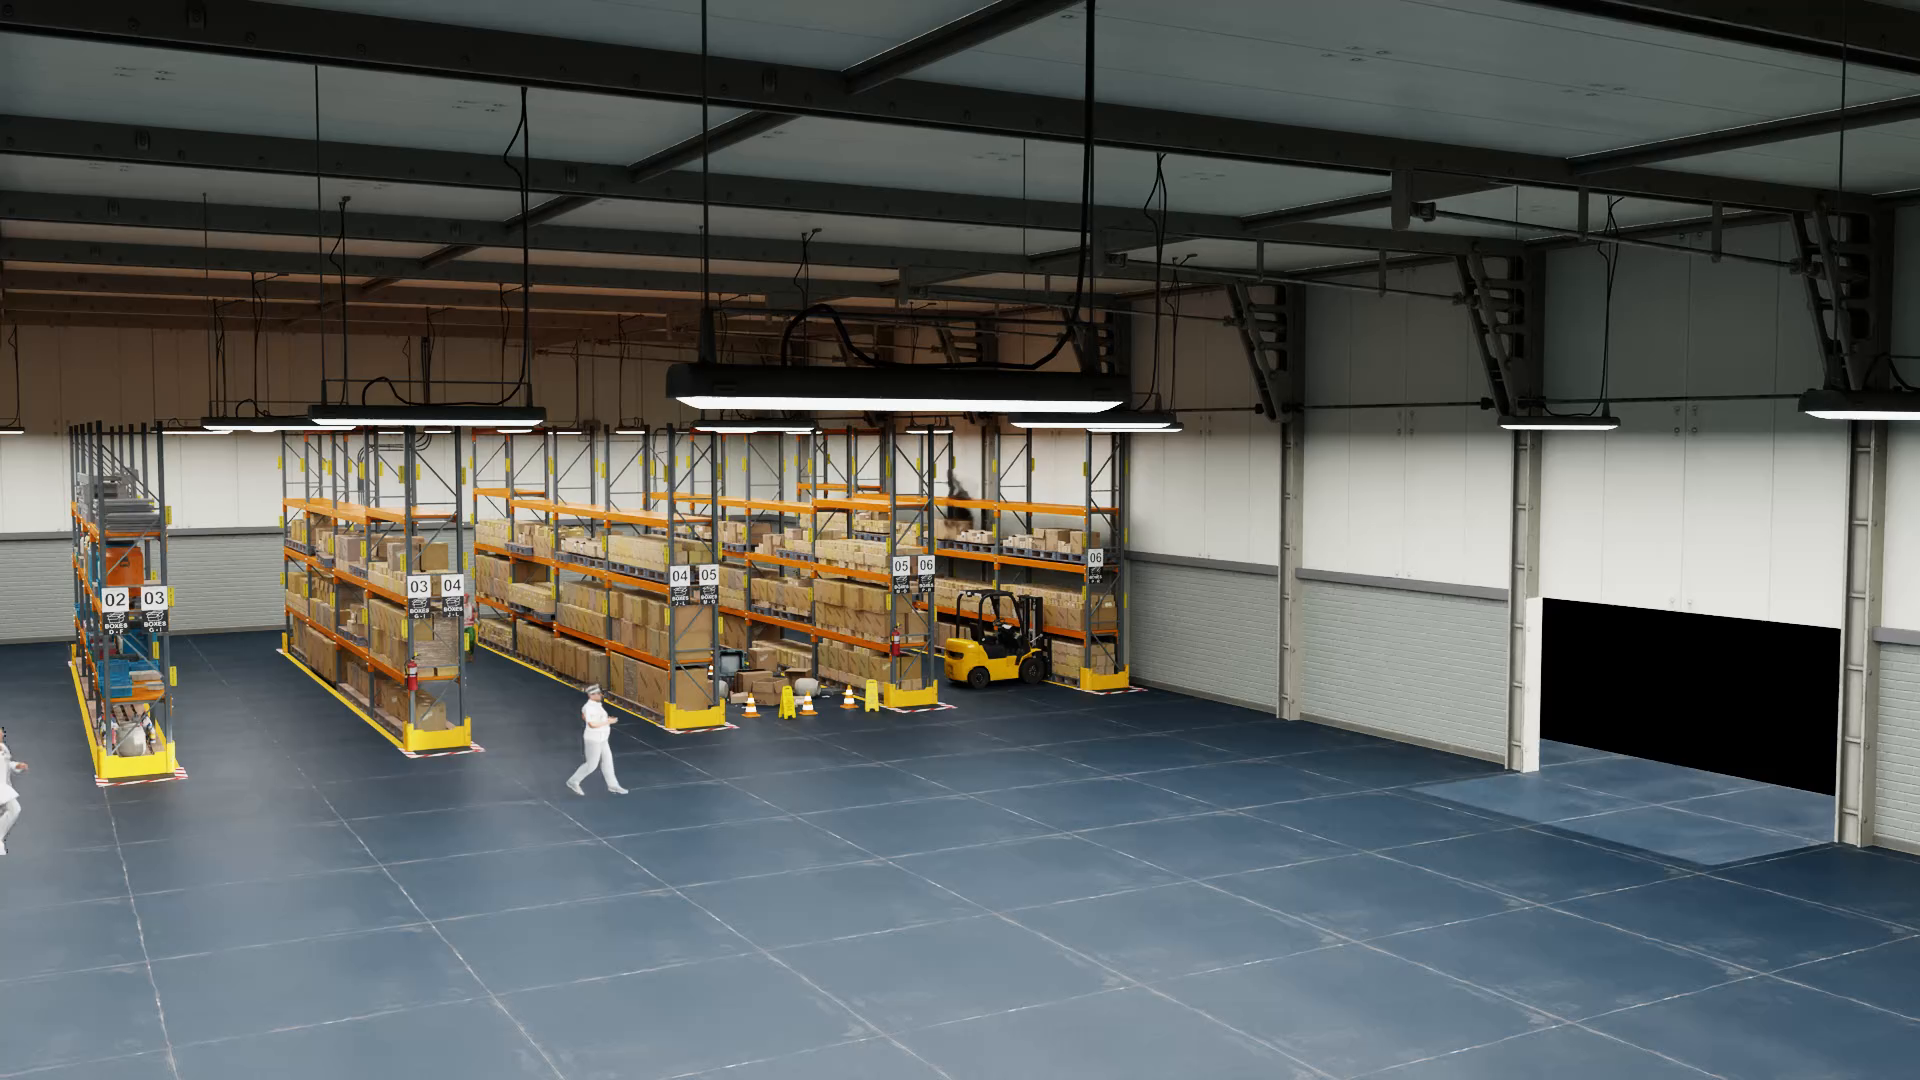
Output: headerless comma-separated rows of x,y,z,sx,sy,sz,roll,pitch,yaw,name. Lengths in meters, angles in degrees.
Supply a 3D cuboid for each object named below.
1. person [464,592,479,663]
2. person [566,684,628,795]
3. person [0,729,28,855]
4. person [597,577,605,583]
-12.513,2.224,42.175,0.628,1.794,0.711,-2,4,-24,person
-5.768,3.166,26.401,0.957,1.776,0.658,0,4,-1,person
-13.192,3.427,22.835,0.748,1.783,0.683,-1,4,-9,person
-10.715,1.812,49.831,0.531,1.687,0.652,-2,4,-25,person
